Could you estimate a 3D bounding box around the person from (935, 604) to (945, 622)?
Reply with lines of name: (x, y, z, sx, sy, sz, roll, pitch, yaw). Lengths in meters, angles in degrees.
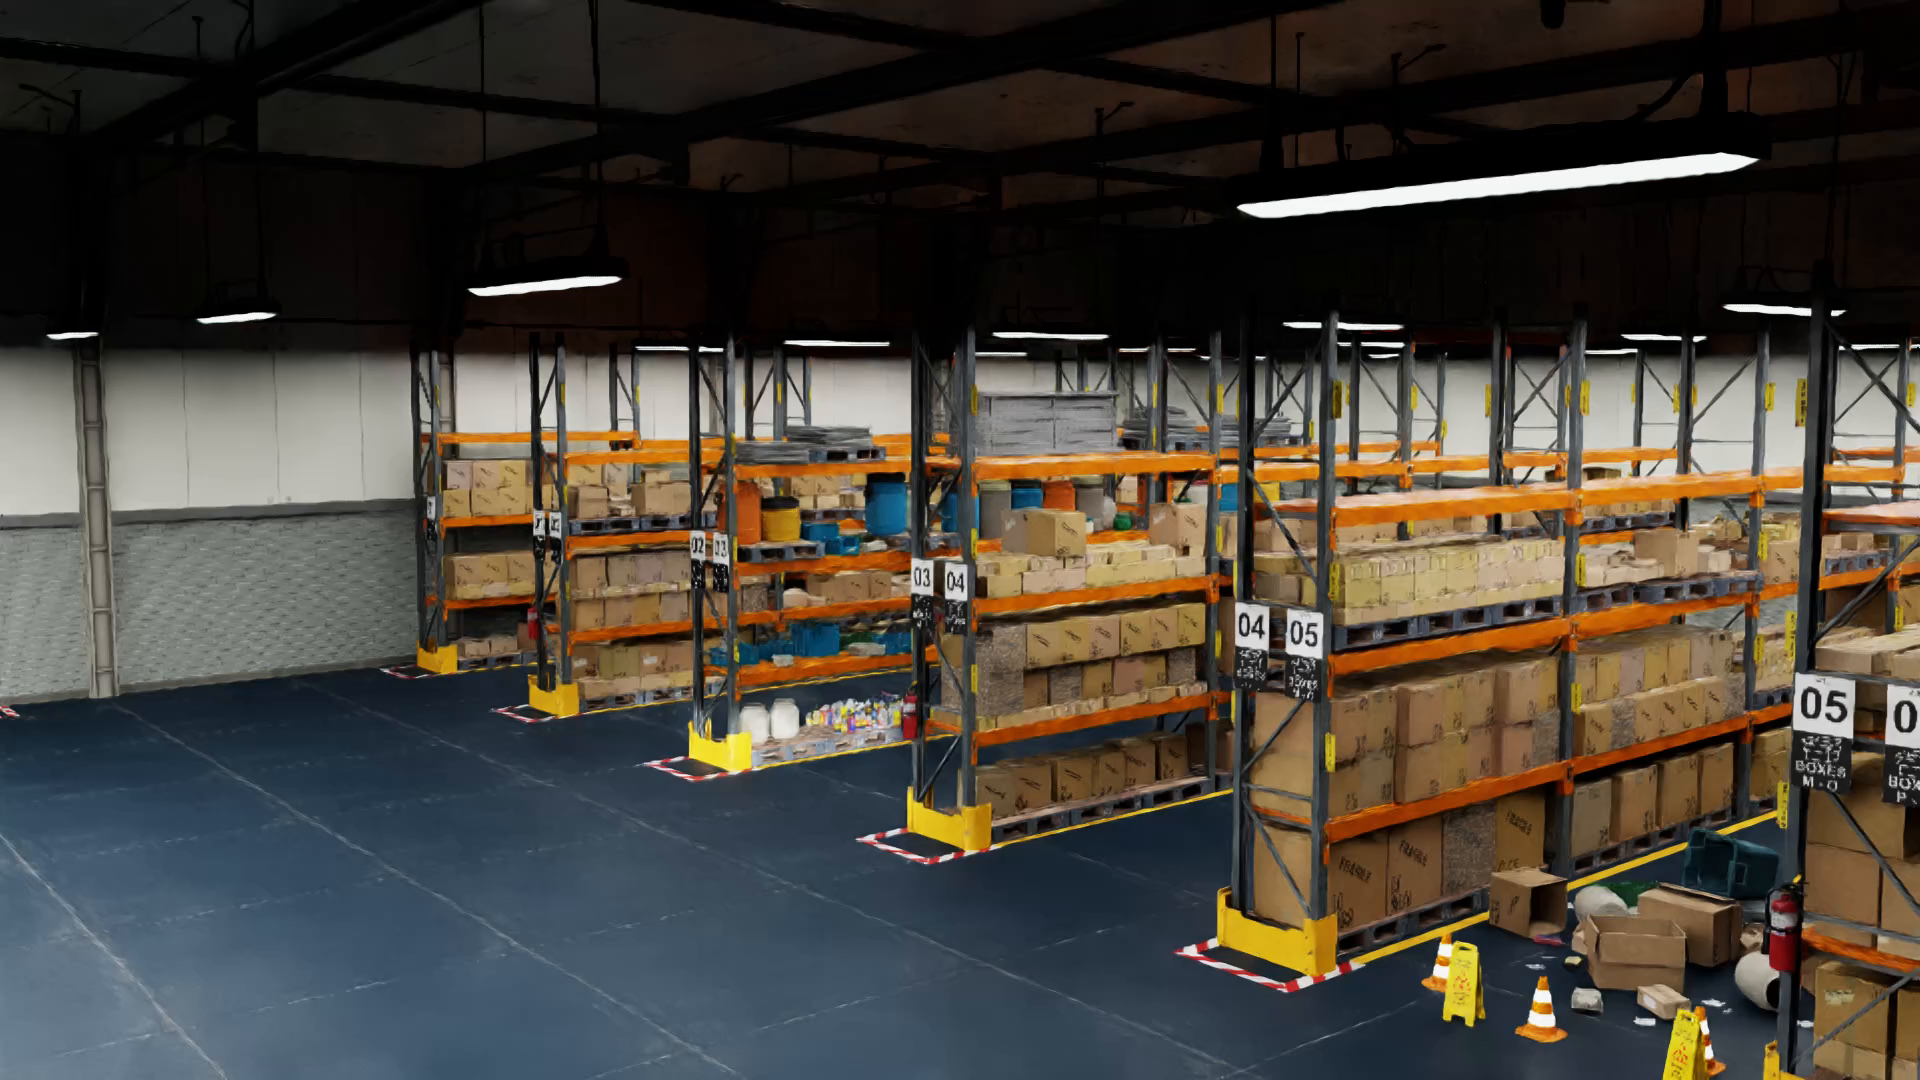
person: (-0.314, 1.060, 34.716, 0.443, 1.786, 0.594, 2, 6, 24)
